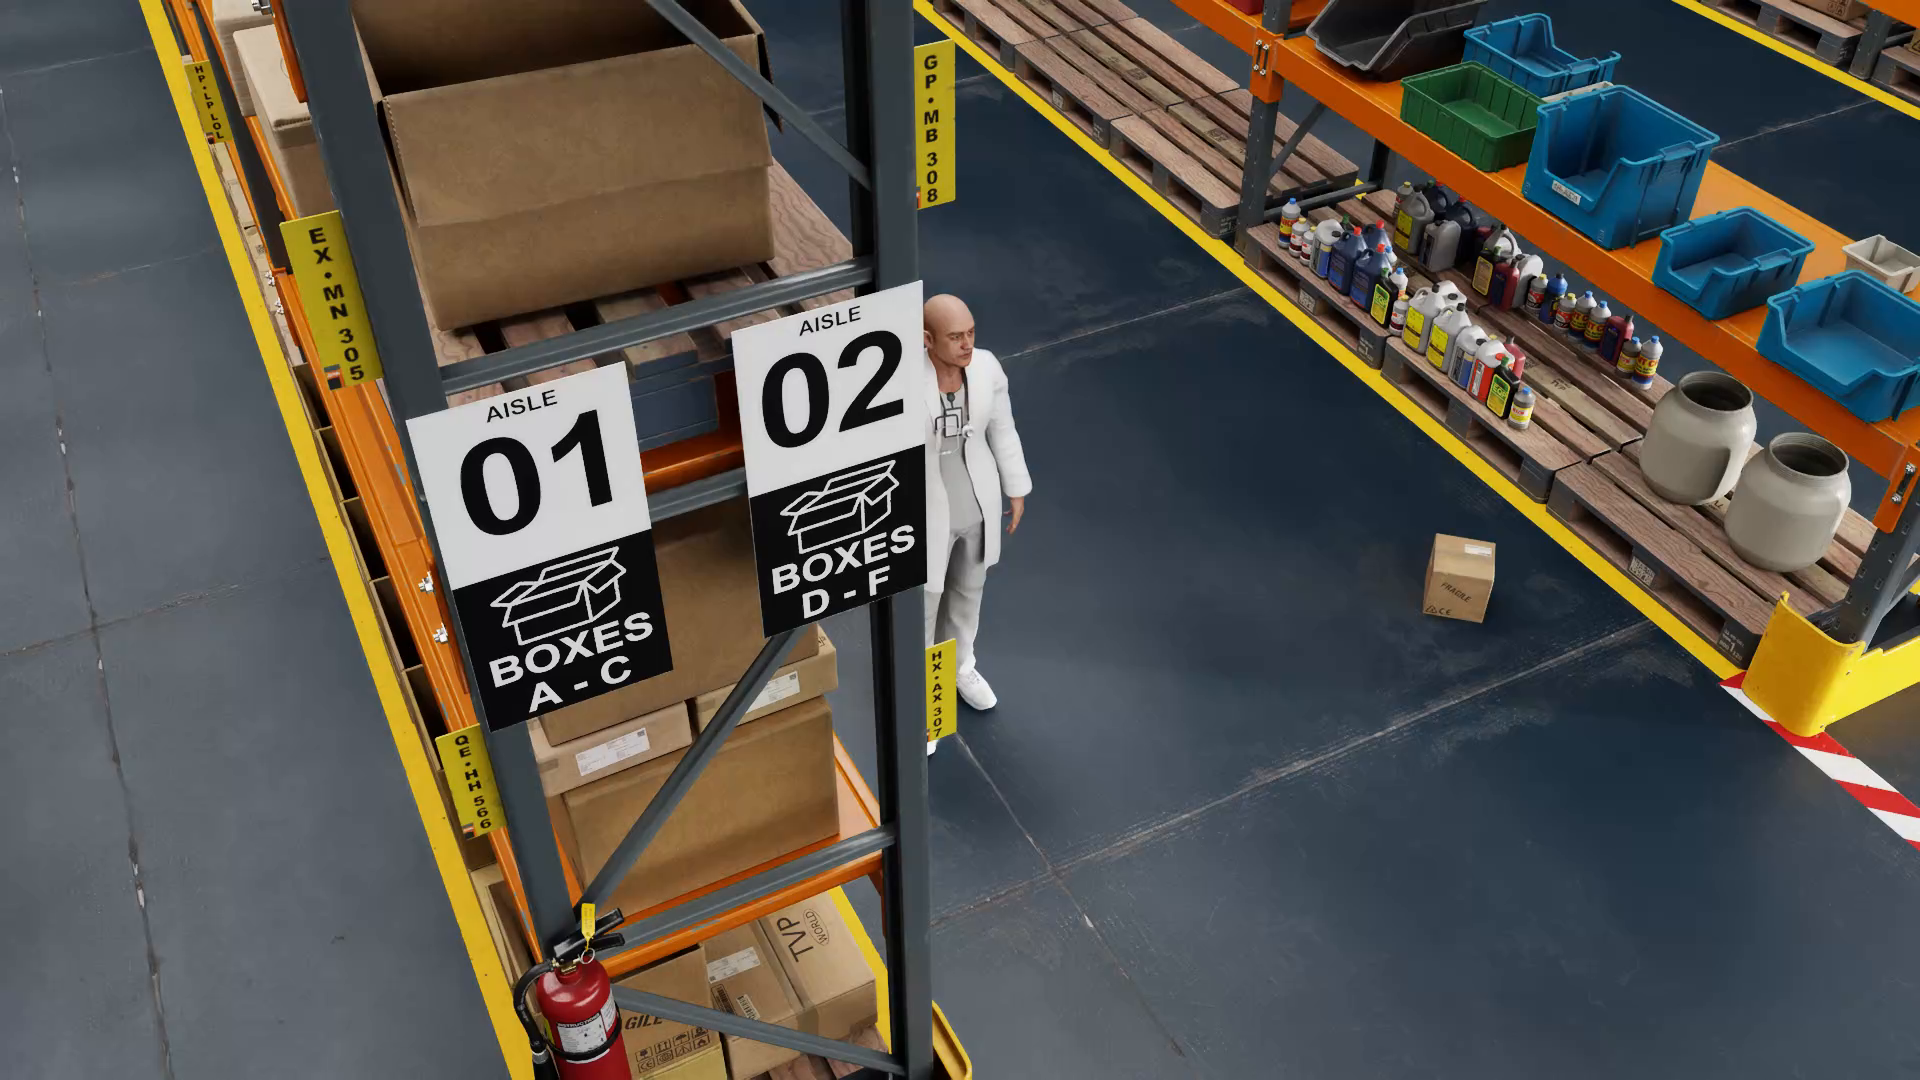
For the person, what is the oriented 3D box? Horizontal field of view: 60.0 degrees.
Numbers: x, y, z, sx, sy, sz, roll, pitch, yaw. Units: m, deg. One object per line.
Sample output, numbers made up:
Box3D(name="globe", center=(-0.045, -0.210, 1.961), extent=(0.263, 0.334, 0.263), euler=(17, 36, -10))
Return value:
Box3D(name="person", center=(-0.010, -0.059, 6.224), extent=(0.694, 1.775, 0.581), euler=(-19, 44, -20))
